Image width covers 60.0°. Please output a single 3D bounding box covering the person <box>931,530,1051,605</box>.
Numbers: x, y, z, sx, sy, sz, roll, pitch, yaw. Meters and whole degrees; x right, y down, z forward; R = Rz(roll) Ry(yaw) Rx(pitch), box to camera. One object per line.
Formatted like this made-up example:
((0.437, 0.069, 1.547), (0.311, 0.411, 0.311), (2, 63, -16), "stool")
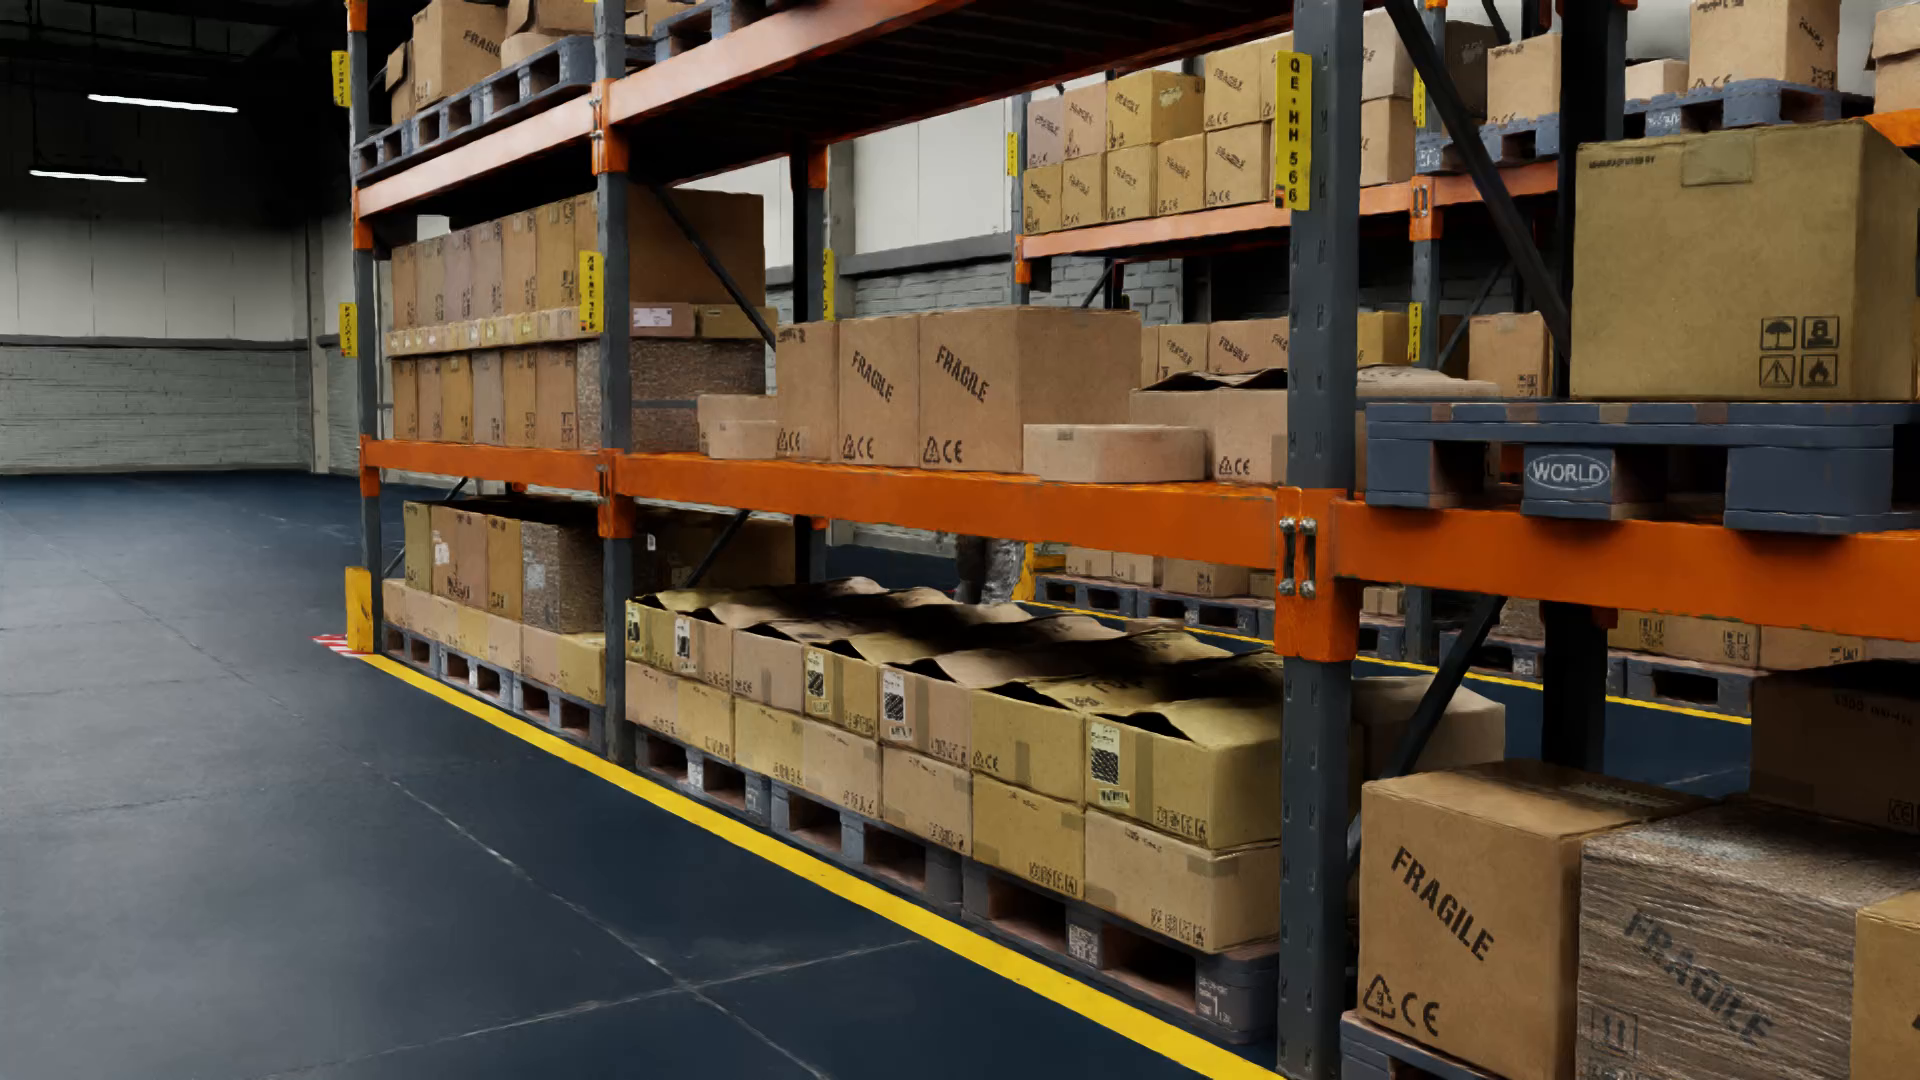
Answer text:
((0.174, -0.101, 8.696), (0.641, 1.775, 0.462), (1, 5, 16), "person")
